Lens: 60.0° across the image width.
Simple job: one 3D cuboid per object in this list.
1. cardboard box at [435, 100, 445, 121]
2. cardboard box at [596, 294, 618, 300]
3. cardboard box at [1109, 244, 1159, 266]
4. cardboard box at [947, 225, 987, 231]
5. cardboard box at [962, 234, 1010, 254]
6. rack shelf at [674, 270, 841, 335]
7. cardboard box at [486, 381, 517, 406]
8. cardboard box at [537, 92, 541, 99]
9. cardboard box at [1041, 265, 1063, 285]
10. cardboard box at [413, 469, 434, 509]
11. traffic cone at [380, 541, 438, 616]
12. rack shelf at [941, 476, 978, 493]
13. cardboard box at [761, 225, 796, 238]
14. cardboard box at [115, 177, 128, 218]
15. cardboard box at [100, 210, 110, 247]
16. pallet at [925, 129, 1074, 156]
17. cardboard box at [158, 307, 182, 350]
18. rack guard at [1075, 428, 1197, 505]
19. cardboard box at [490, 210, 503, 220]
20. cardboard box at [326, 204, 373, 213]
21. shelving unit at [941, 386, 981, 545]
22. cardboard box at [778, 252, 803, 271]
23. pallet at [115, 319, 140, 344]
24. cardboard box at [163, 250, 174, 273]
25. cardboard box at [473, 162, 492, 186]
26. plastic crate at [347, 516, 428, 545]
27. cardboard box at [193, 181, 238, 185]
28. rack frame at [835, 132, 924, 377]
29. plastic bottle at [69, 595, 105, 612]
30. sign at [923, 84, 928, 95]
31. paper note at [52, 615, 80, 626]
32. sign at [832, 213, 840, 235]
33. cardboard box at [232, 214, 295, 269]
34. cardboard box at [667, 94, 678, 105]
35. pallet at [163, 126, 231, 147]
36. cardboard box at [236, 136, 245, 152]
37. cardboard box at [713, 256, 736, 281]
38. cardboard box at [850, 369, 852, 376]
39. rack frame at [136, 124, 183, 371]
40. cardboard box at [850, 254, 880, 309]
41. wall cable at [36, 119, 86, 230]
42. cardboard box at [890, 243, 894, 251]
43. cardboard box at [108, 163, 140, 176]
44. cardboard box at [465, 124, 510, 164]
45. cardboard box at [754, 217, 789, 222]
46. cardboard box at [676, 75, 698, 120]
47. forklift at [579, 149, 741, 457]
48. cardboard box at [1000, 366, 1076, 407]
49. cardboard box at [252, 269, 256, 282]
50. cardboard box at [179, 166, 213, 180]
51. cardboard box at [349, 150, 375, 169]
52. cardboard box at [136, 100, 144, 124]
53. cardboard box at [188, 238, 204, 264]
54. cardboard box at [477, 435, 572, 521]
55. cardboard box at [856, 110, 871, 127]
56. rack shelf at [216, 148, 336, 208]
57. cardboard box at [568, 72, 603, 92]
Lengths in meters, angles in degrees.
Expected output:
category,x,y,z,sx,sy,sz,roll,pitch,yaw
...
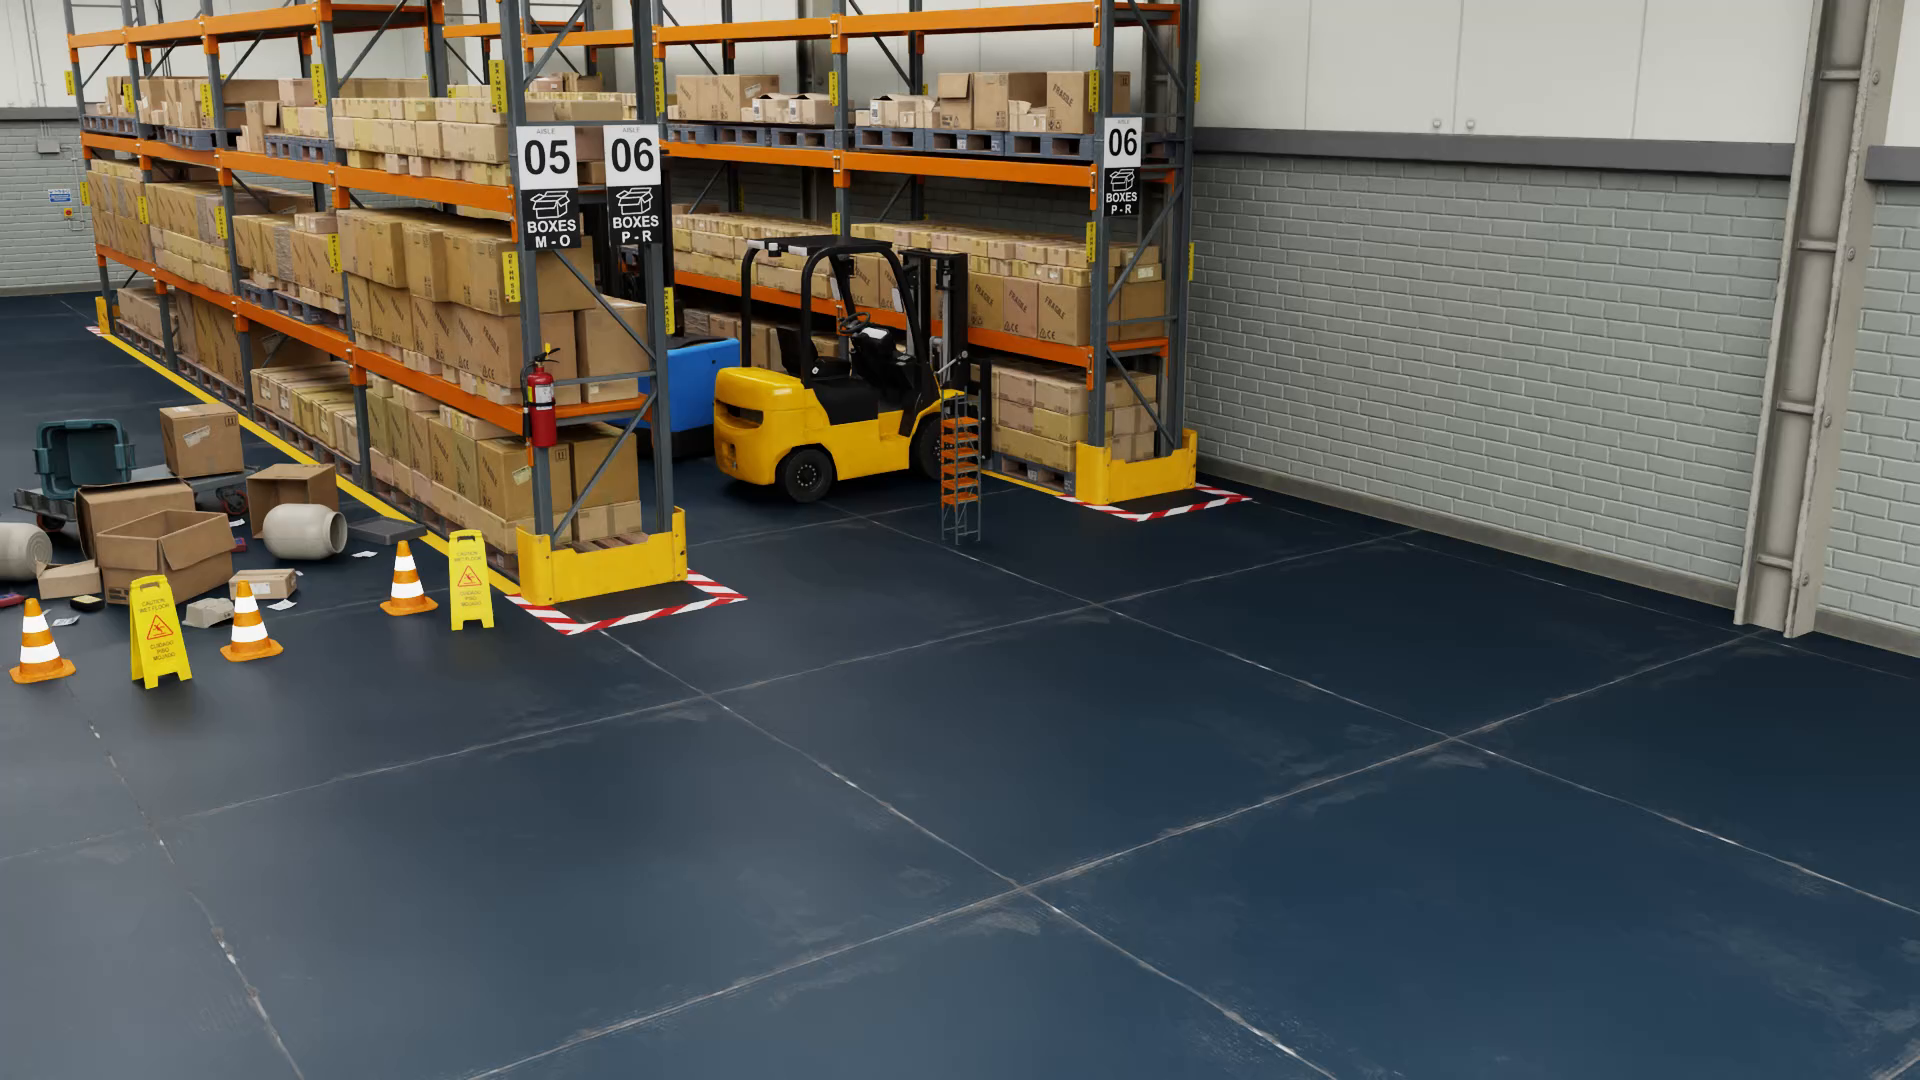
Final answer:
category,x,y,z,sx,sy,sz,roll,pitch,yaw
cardboard box,-3.582,-3.122,12.084,0.380,0.149,0.250,-12,19,-36
cardboard box,-2.842,-1.543,12.280,0.500,0.500,0.500,-10,18,-33
cardboard box,1.507,-2.478,14.466,0.380,0.149,0.250,-11,19,-36
cardboard box,0.090,-3.048,16.548,0.380,0.149,0.250,-11,19,-36
cardboard box,0.244,-2.744,15.436,0.380,0.149,0.250,-11,19,-34
rack shelf,-1.996,-2.803,18.997,1.077,0.370,4.000,-11,19,-35
cardboard box,-3.113,-1.060,11.742,0.380,0.149,0.250,-11,19,-35
cardboard box,-5.489,-5.973,22.463,0.380,0.149,0.250,-11,18,-34
cardboard box,0.927,-2.310,14.417,0.380,0.149,0.250,-11,18,-34
cardboard box,-4.067,-0.435,13.396,0.500,0.250,0.500,-11,19,-35
traffic cone,-3.777,0.235,11.342,0.336,0.463,0.334,-11,19,-35
rack shelf,0.009,-0.417,12.950,0.258,0.103,0.180,-11,19,-35
cardboard box,-1.976,-3.391,18.364,0.380,0.149,0.250,-11,19,-34
cardboard box,-10.636,-4.465,21.624,0.500,0.500,0.500,-11,19,-34
cardboard box,-11.519,-4.311,22.957,0.500,0.500,0.500,-11,19,-35
pallet,0.416,-3.688,15.356,1.003,0.211,1.213,-11,19,-35
cardboard box,-9.819,-2.777,21.599,0.875,0.438,0.875,-11,19,-35
rack guard,1.546,-0.658,14.532,1.175,0.500,0.348,-11,19,-35
cardboard box,-6.610,-4.786,24.602,0.500,0.250,0.500,-11,19,-35
cardboard box,-5.995,-3.207,16.335,0.380,0.149,0.250,-12,19,-37
shelving unit,0.009,-0.576,12.906,0.258,1.200,0.189,-11,19,-35
cardboard box,-1.624,-3.065,17.931,0.500,0.250,0.500,-11,19,-36
pallet,-11.355,-3.010,23.675,1.003,0.211,1.213,-11,19,-35
cardboard box,-9.186,-3.342,19.890,0.500,0.250,0.500,-11,19,-36
cardboard box,-3.090,-2.504,11.336,0.380,0.149,0.250,-11,19,-34
plastic crate,-4.573,-0.081,13.220,0.583,0.080,0.402,10,18,33
cardboard box,-9.071,-4.134,20.414,0.500,0.500,0.500,-10,18,-33
rack frame,-0.820,-2.723,17.342,1.000,3.000,0.127,-11,19,-35
plastic bottle,-5.998,0.429,11.392,0.283,0.061,0.133,10,18,33
sign,-0.372,-4.544,17.183,0.100,0.325,0.005,-11,19,-35
paper note,-5.950,0.536,11.063,0.144,0.017,0.142,-4,16,-15
sign,-1.253,-3.157,16.884,0.100,0.325,0.005,-11,19,-35
cardboard box,-7.107,-3.068,17.055,0.500,0.500,0.500,-12,19,-36
cardboard box,-3.613,-5.315,20.095,0.380,0.149,0.250,-10,18,-33
pallet,-8.266,-4.529,18.617,1.003,0.211,1.213,-10,18,-32
cardboard box,-7.137,-4.038,16.940,0.380,0.149,0.250,-11,19,-35
cardboard box,-2.508,-3.155,19.205,0.500,0.250,0.500,-12,19,-36
cardboard box,-0.785,-1.689,17.031,0.500,0.250,0.500,-11,19,-35
rack frame,-9.537,-3.660,20.766,1.000,3.000,0.127,-11,19,-35
cardboard box,-0.770,-2.636,16.835,0.500,0.500,0.500,-12,19,-36
wall cable,-15.223,-6.219,28.134,0.585,1.953,0.123,-11,19,-35
cardboard box,-0.516,-2.869,16.457,0.380,0.149,0.250,-11,19,-35
cardboard box,-11.026,-4.901,21.988,0.380,0.149,0.250,-11,19,-36
cardboard box,-3.000,-2.683,11.234,0.500,0.250,0.500,-11,19,-35
cardboard box,-2.178,-3.687,19.448,0.380,0.149,0.250,-11,19,-35
cardboard box,-2.943,-5.130,19.282,0.500,0.500,0.500,-11,19,-34
forklift,-3.627,-2.455,16.493,3.031,2.935,1.130,10,18,33
cardboard box,0.704,-1.385,14.974,0.500,0.250,0.500,-10,18,-34
cardboard box,-7.005,-2.723,17.024,0.380,0.149,0.250,-12,20,-38
cardboard box,-9.676,-4.663,21.119,0.380,0.149,0.250,-11,19,-34
cardboard box,-4.741,-3.107,13.542,0.380,0.149,0.250,-11,19,-34
cardboard box,-9.526,-5.083,19.743,0.396,0.266,0.258,-11,19,-35
cardboard box,-8.297,-3.253,18.618,0.500,0.250,0.500,-11,19,-36
cardboard box,-3.163,-0.466,12.089,0.500,0.500,0.500,-11,19,-34
cardboard box,-0.802,-4.156,16.388,0.380,0.149,0.250,-10,18,-33
rack shelf,-6.009,-3.478,15.783,1.077,0.370,4.000,-11,19,-35
cardboard box,-5.106,-6.245,22.671,0.396,0.266,0.258,-11,19,-35
